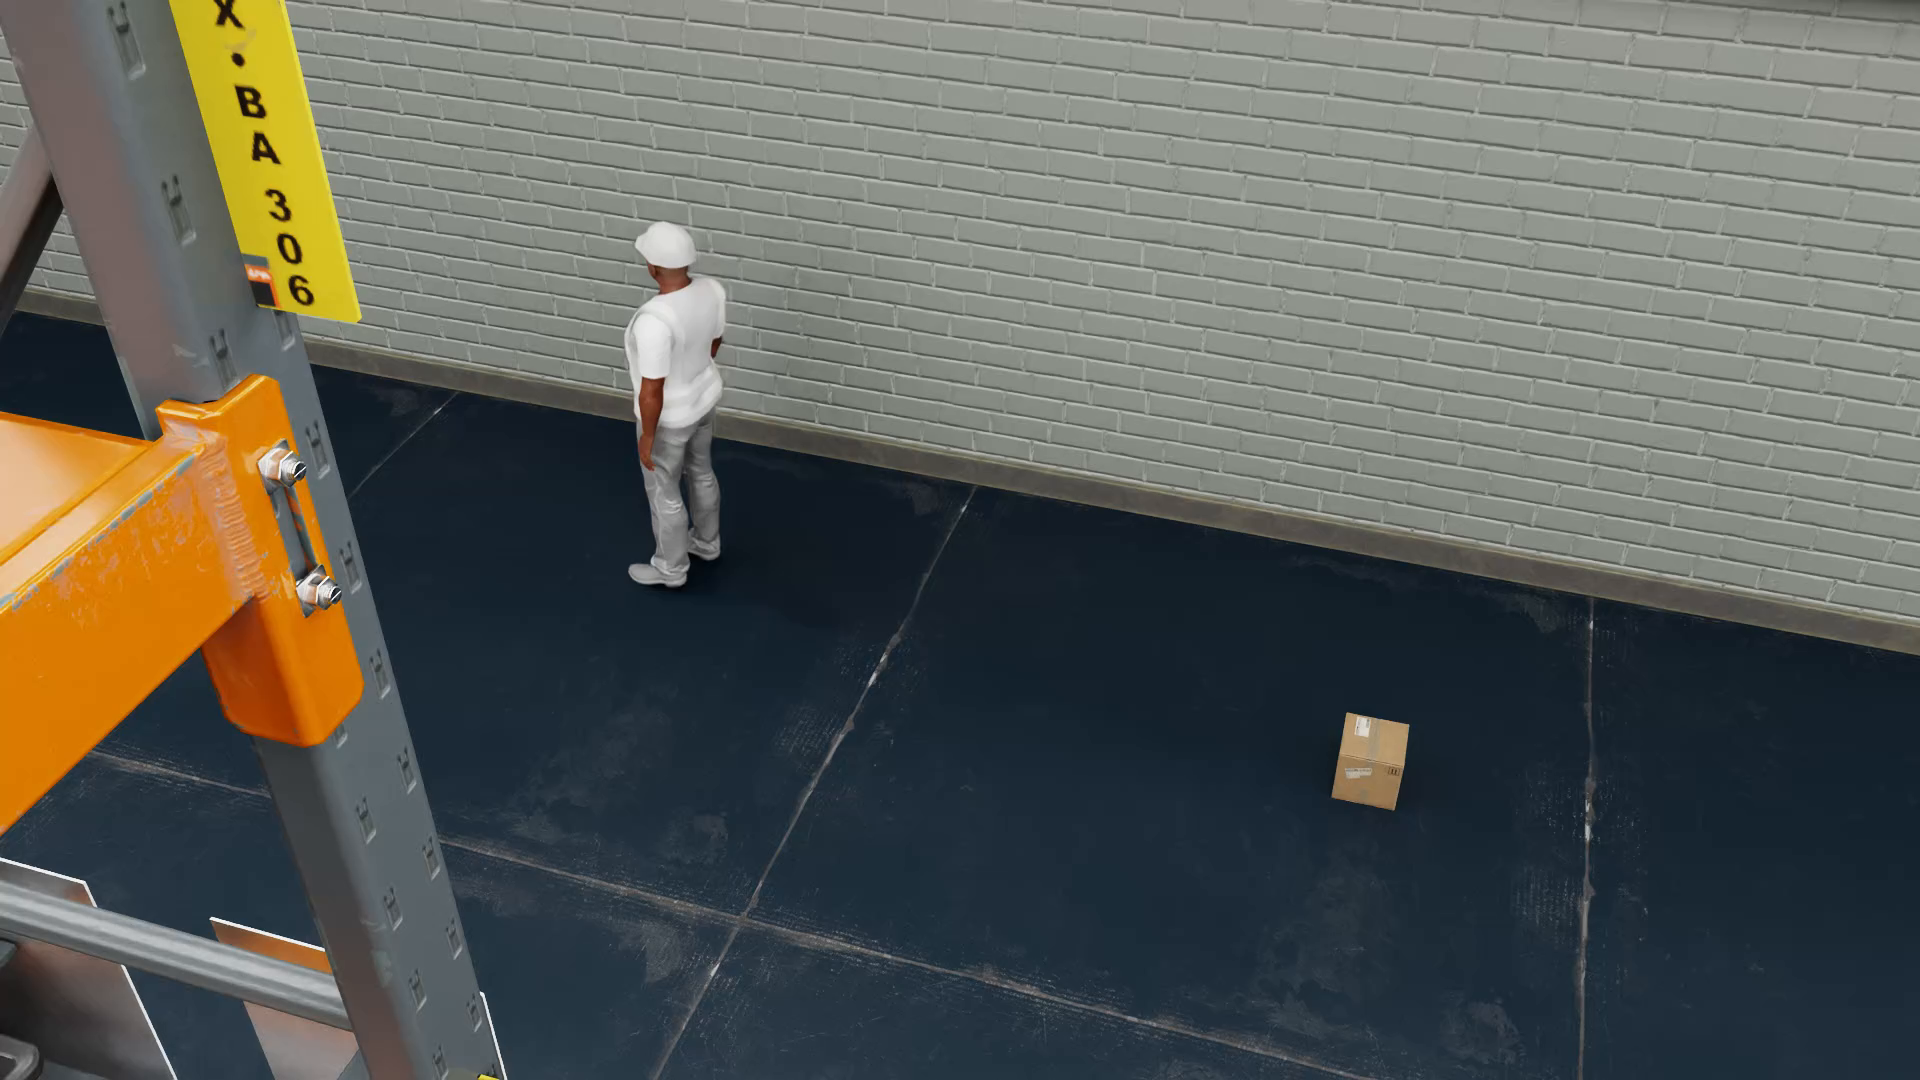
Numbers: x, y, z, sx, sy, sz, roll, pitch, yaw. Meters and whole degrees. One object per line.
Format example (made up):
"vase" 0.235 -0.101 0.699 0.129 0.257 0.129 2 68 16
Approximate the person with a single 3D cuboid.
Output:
"person" -1.284 -0.599 7.395 0.446 1.786 0.603 17 40 22
